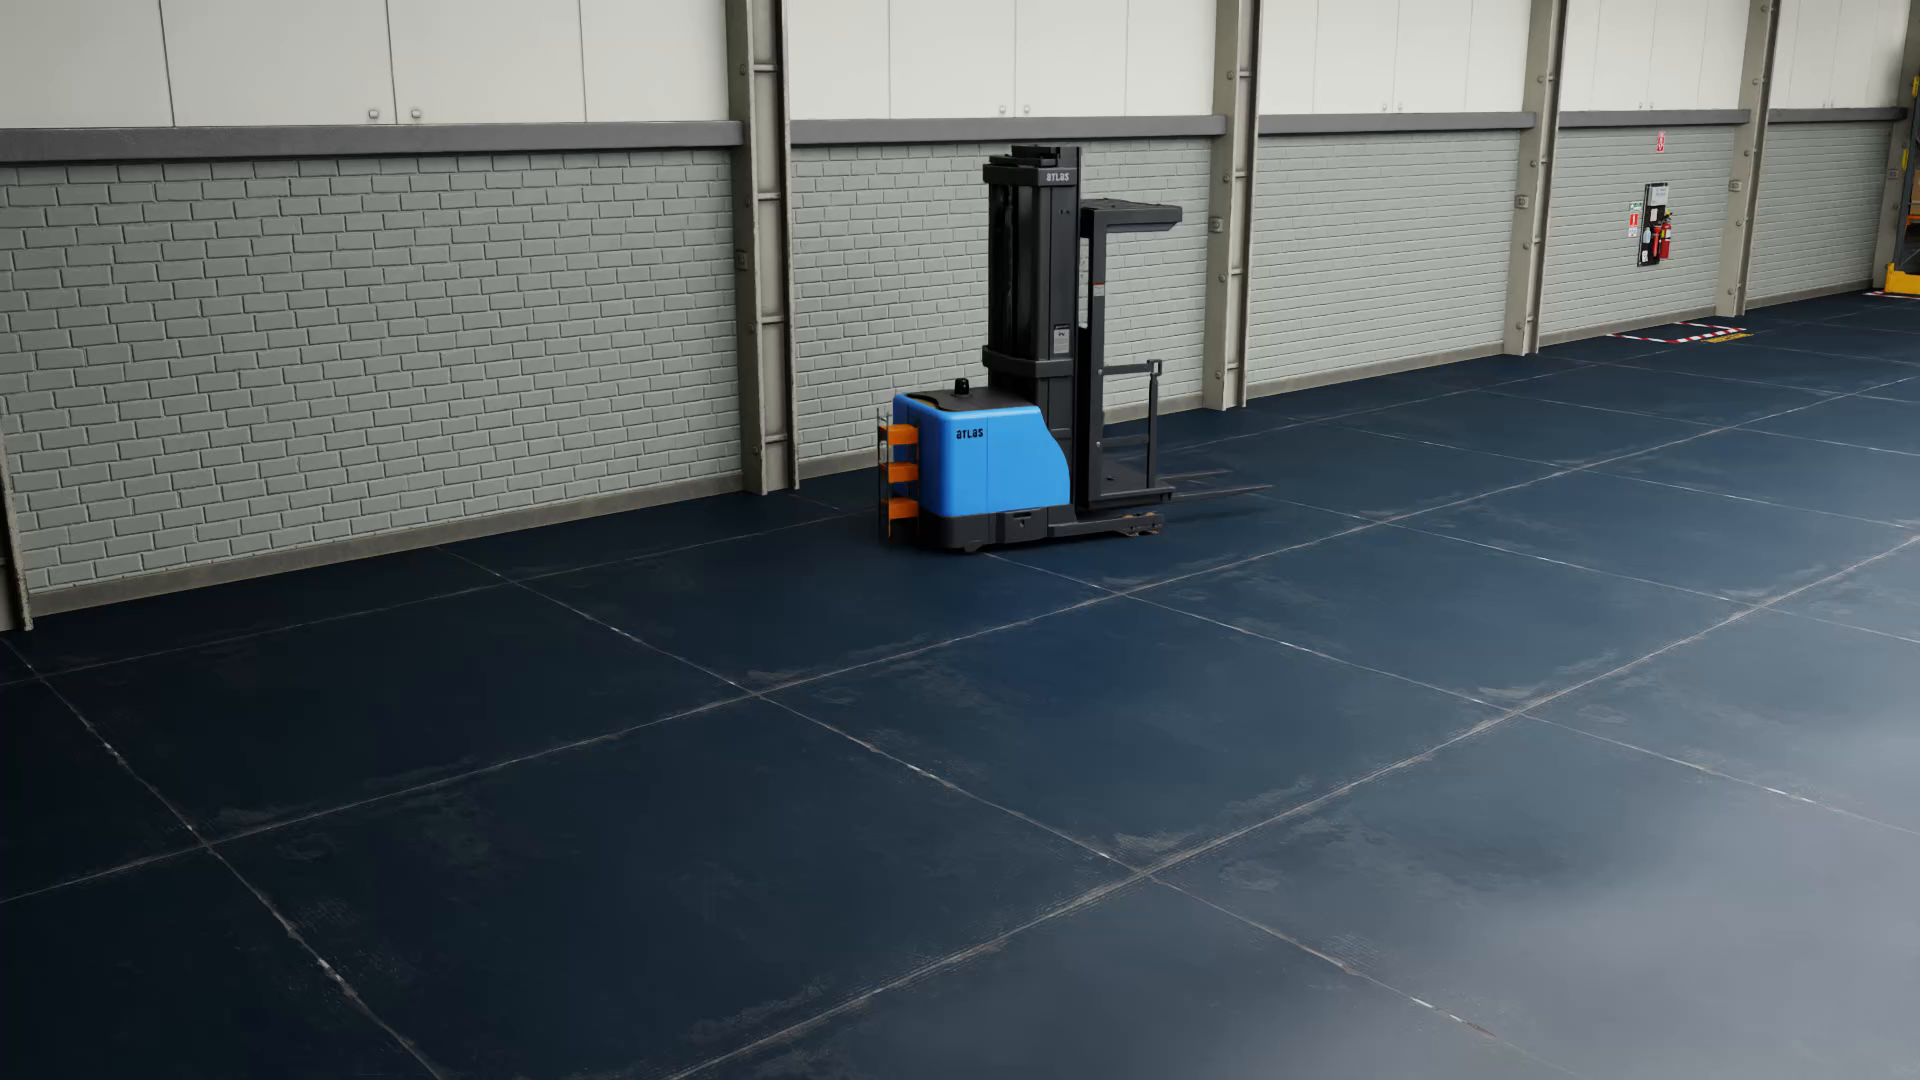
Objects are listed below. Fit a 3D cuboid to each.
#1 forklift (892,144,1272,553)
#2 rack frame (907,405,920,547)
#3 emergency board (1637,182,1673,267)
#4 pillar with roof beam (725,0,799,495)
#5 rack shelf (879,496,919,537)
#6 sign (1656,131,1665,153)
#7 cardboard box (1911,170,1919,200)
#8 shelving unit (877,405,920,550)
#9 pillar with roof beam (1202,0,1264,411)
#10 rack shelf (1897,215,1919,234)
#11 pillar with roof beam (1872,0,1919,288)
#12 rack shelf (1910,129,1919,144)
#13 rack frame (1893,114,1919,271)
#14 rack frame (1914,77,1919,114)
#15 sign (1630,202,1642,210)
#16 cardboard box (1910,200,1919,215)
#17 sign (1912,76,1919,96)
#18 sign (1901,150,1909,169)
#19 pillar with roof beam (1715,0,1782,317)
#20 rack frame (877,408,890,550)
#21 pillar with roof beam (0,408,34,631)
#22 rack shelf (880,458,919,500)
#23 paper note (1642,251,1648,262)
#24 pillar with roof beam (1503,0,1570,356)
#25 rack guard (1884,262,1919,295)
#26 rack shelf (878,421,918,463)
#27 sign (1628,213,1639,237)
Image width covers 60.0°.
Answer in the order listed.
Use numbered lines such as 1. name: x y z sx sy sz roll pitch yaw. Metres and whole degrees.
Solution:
1. forklift: 1.029 -1.557 12.900 3.031 2.935 1.130 -7 16 -24
2. rack frame: -0.350 -0.480 12.512 0.008 1.050 0.200 -7 16 -24
3. emergency board: 10.050 -4.531 23.901 0.643 1.169 0.194 -13 19 -39
4. pillar with roof beam: 1.186 -3.953 10.113 0.400 9.000 9.100 -13 19 -39
5. rack shelf: -0.461 -0.188 12.537 0.240 0.259 0.215 -7 16 -24
6. sign: 9.978 -5.669 23.669 0.199 0.298 0.001 -13 19 -39
7. cardboard box: 16.721 -6.093 28.545 0.500 0.500 0.500 -13 20 -40
8. shelving unit: -0.461 -0.467 12.463 0.252 1.050 0.215 -7 16 -24
9. pillar with roof beam: 5.712 -4.970 13.918 0.400 9.000 9.100 -13 19 -39
10. rack shelf: 18.014 -5.663 29.533 4.000 0.370 1.077 -13 19 -39
11. pillar with roof beam: 19.291 -8.019 25.334 0.400 9.000 9.100 -13 19 -39
12. rack shelf: 18.014 -7.112 29.145 4.000 0.370 1.077 -13 19 -39
13. rack frame: 16.505 -5.672 28.171 0.127 3.000 1.000 -13 19 -39
14. rack frame: 16.505 -8.570 27.397 0.127 3.000 1.000 -13 19 -39
15. sign: 9.574 -4.730 23.549 0.331 0.109 0.001 -13 19 -39
16. cardboard box: 16.730 -5.726 28.626 0.500 0.250 0.500 -12 19 -39
17. sign: 16.156 -7.660 28.087 0.005 0.325 0.100 -13 19 -39
18. sign: 16.156 -6.495 28.398 0.005 0.325 0.100 -13 19 -39
19. pillar with roof beam: 14.765 -7.003 21.529 0.400 9.000 9.100 -13 19 -39
20. rack frame: -0.572 -0.454 12.414 0.008 1.050 0.200 -7 16 -24
21. pillar with roof beam: -3.340 -2.937 6.308 0.400 9.000 9.100 -13 19 -39
22. rack shelf: -0.461 -0.457 12.466 0.240 0.259 0.215 -7 16 -24
23. paper note: 9.871 -4.089 23.953 0.142 0.148 0.016 -13 19 -39
24. pillar with roof beam: 10.239 -5.986 17.723 0.400 9.000 9.100 -13 19 -39
25. rack guard: 16.562 -4.477 28.542 0.348 0.500 1.175 -13 19 -39
26. rack shelf: -0.461 -0.731 12.392 0.240 0.259 0.215 -7 16 -24
27. sign: 9.565 -4.475 23.621 0.234 0.329 0.001 -13 19 -39
